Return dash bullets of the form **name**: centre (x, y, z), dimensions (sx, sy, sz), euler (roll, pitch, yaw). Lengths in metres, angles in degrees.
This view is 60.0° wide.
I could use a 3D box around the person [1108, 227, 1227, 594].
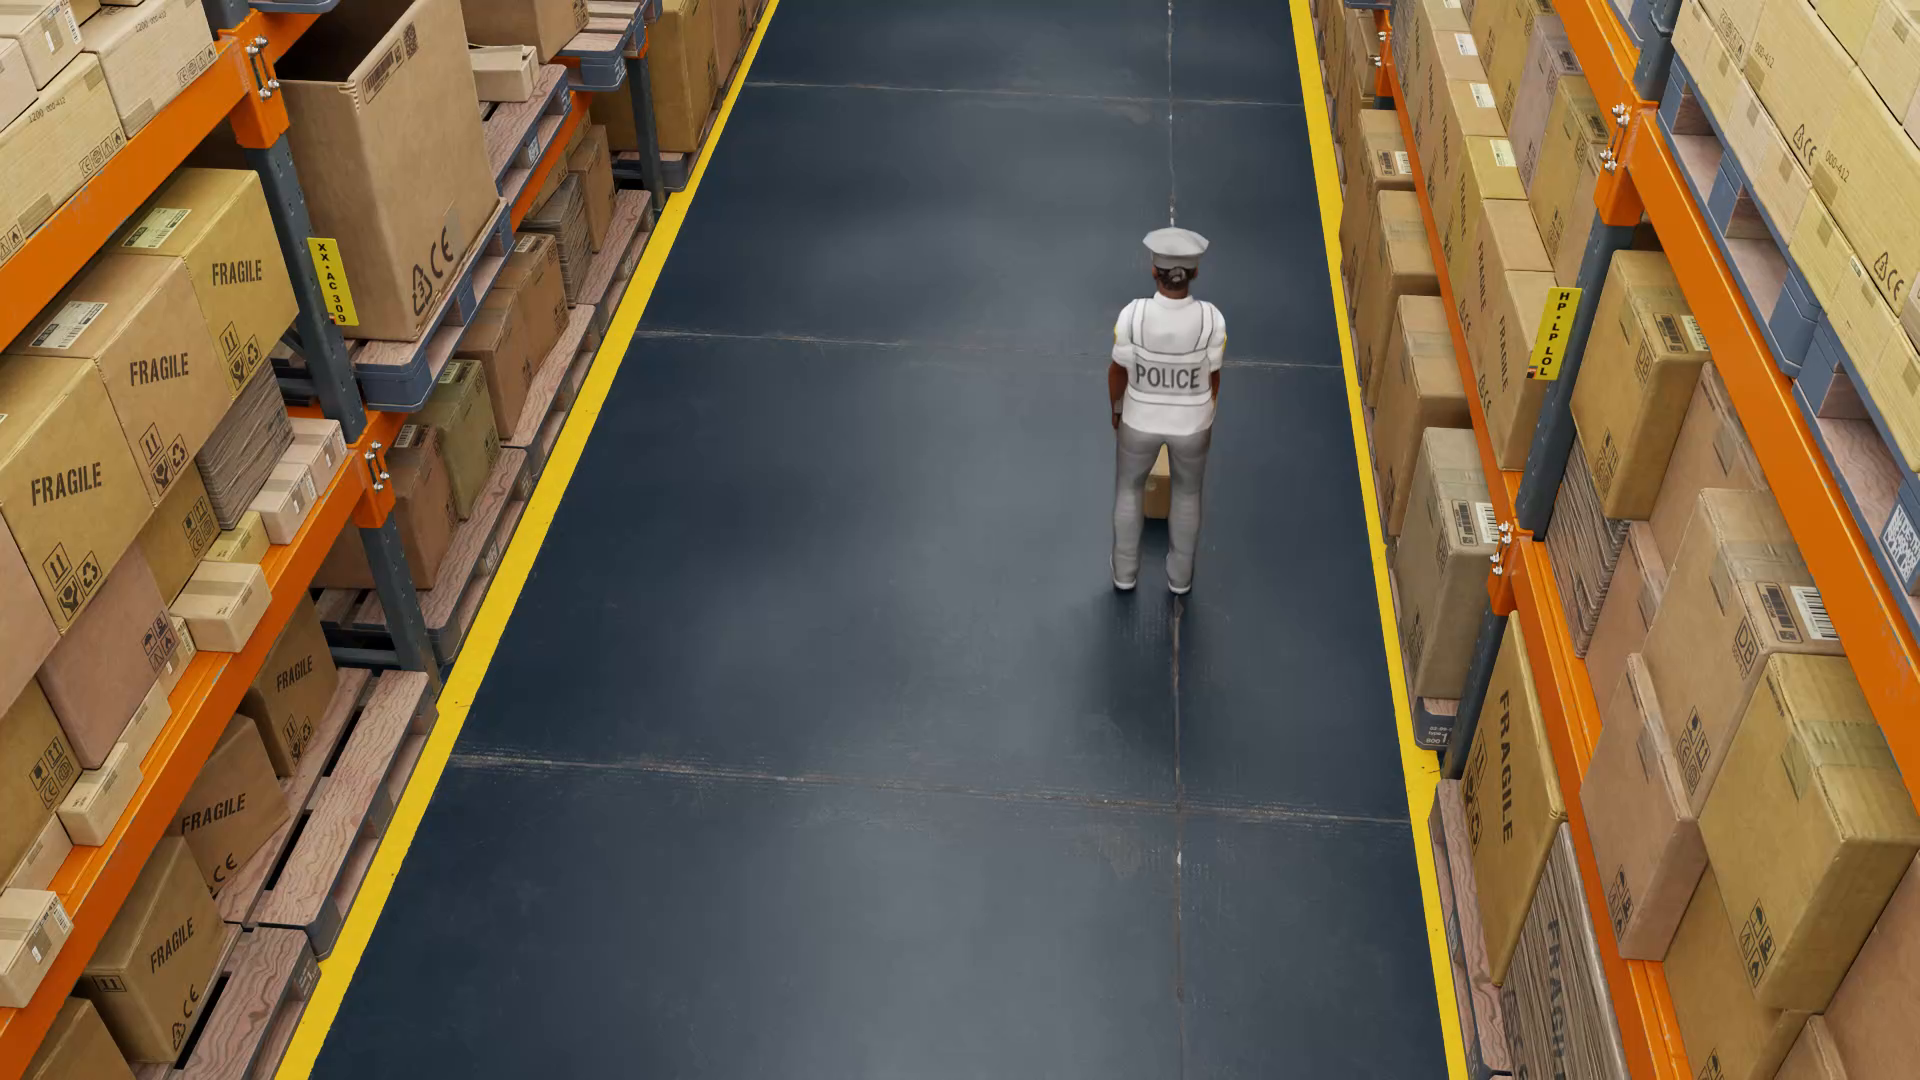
- **person**: centre (0.812, -0.480, 6.742), dimensions (0.443, 1.654, 0.351), euler (4, 40, 5)
